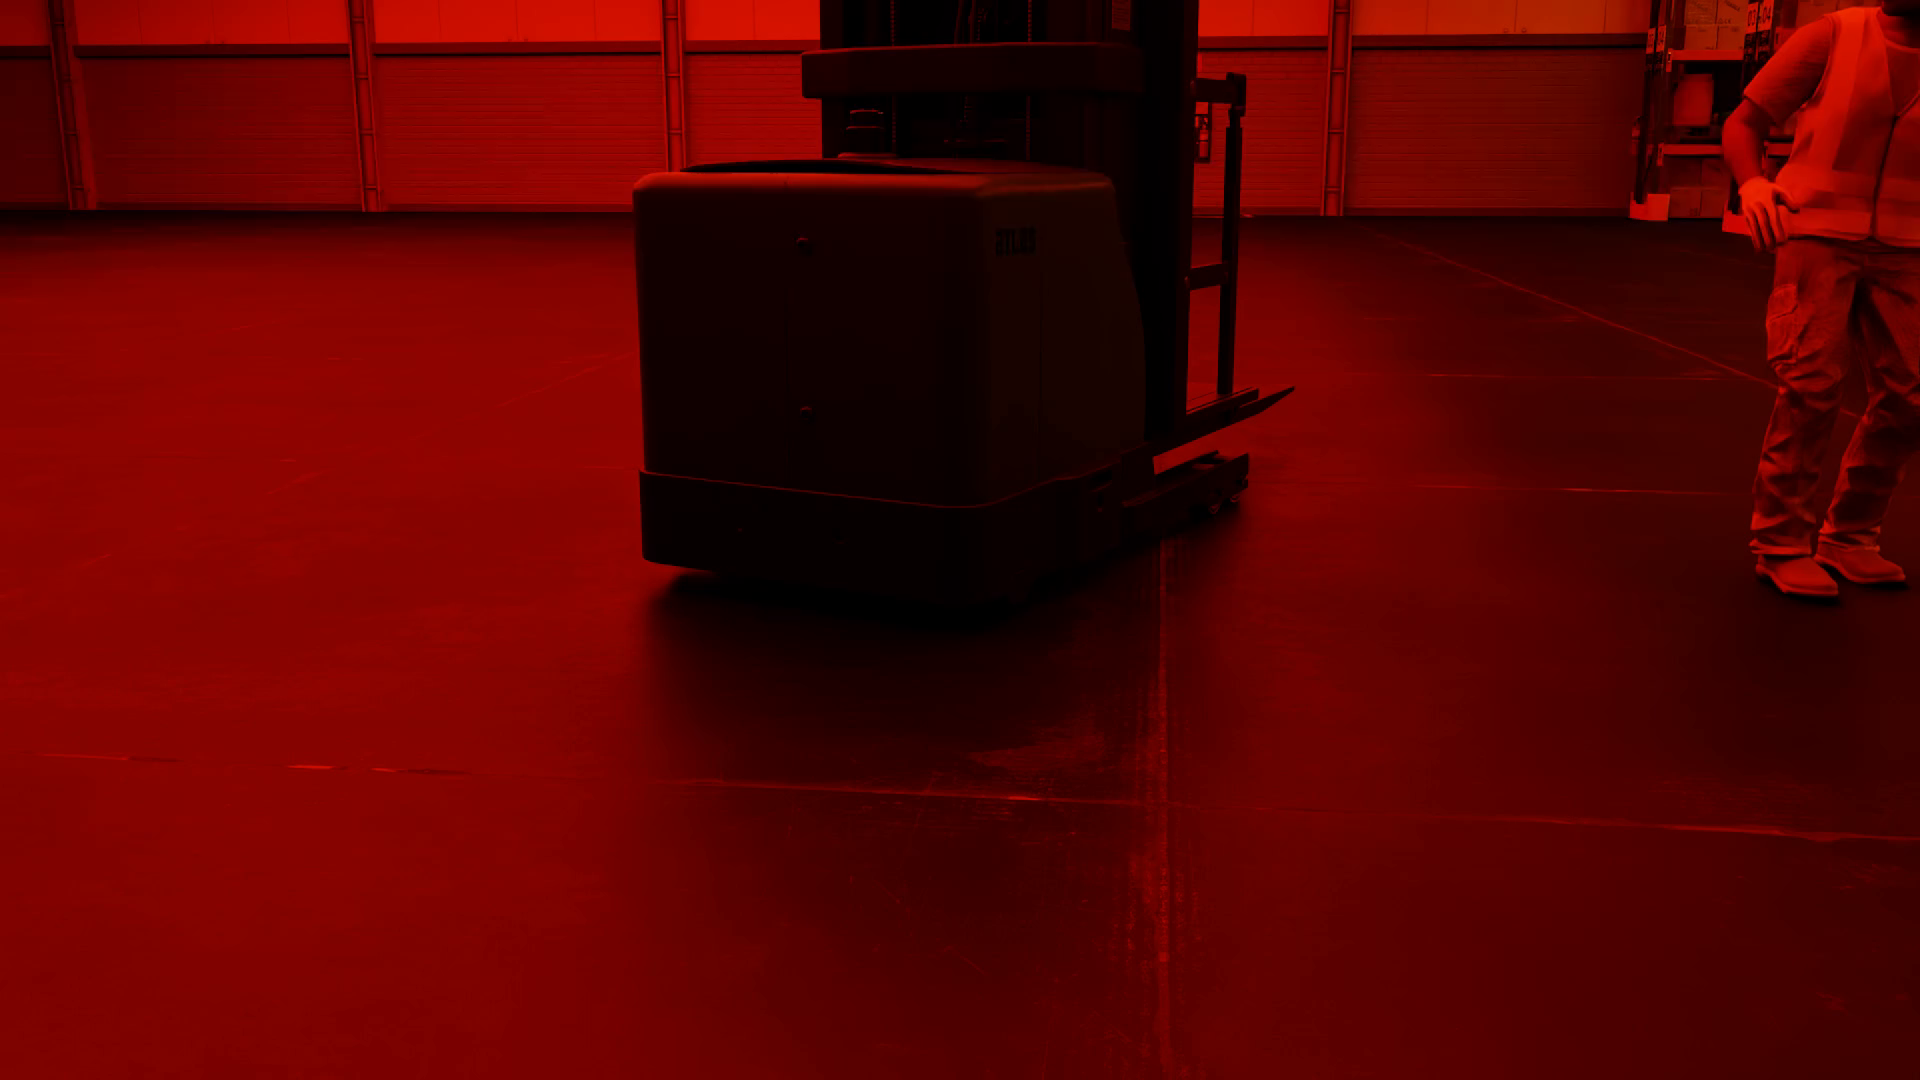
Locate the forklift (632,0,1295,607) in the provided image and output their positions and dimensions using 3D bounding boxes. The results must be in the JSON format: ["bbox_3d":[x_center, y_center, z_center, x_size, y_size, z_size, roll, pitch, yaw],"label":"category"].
[{"bbox_3d":[0.299,-1.552,5.146,1.130,2.935,3.031,7,15,28],"label":"forklift"}]

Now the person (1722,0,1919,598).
[{"bbox_3d":[2.373,-0.727,4.266,0.768,1.737,0.521,2,13,8],"label":"person"}]
